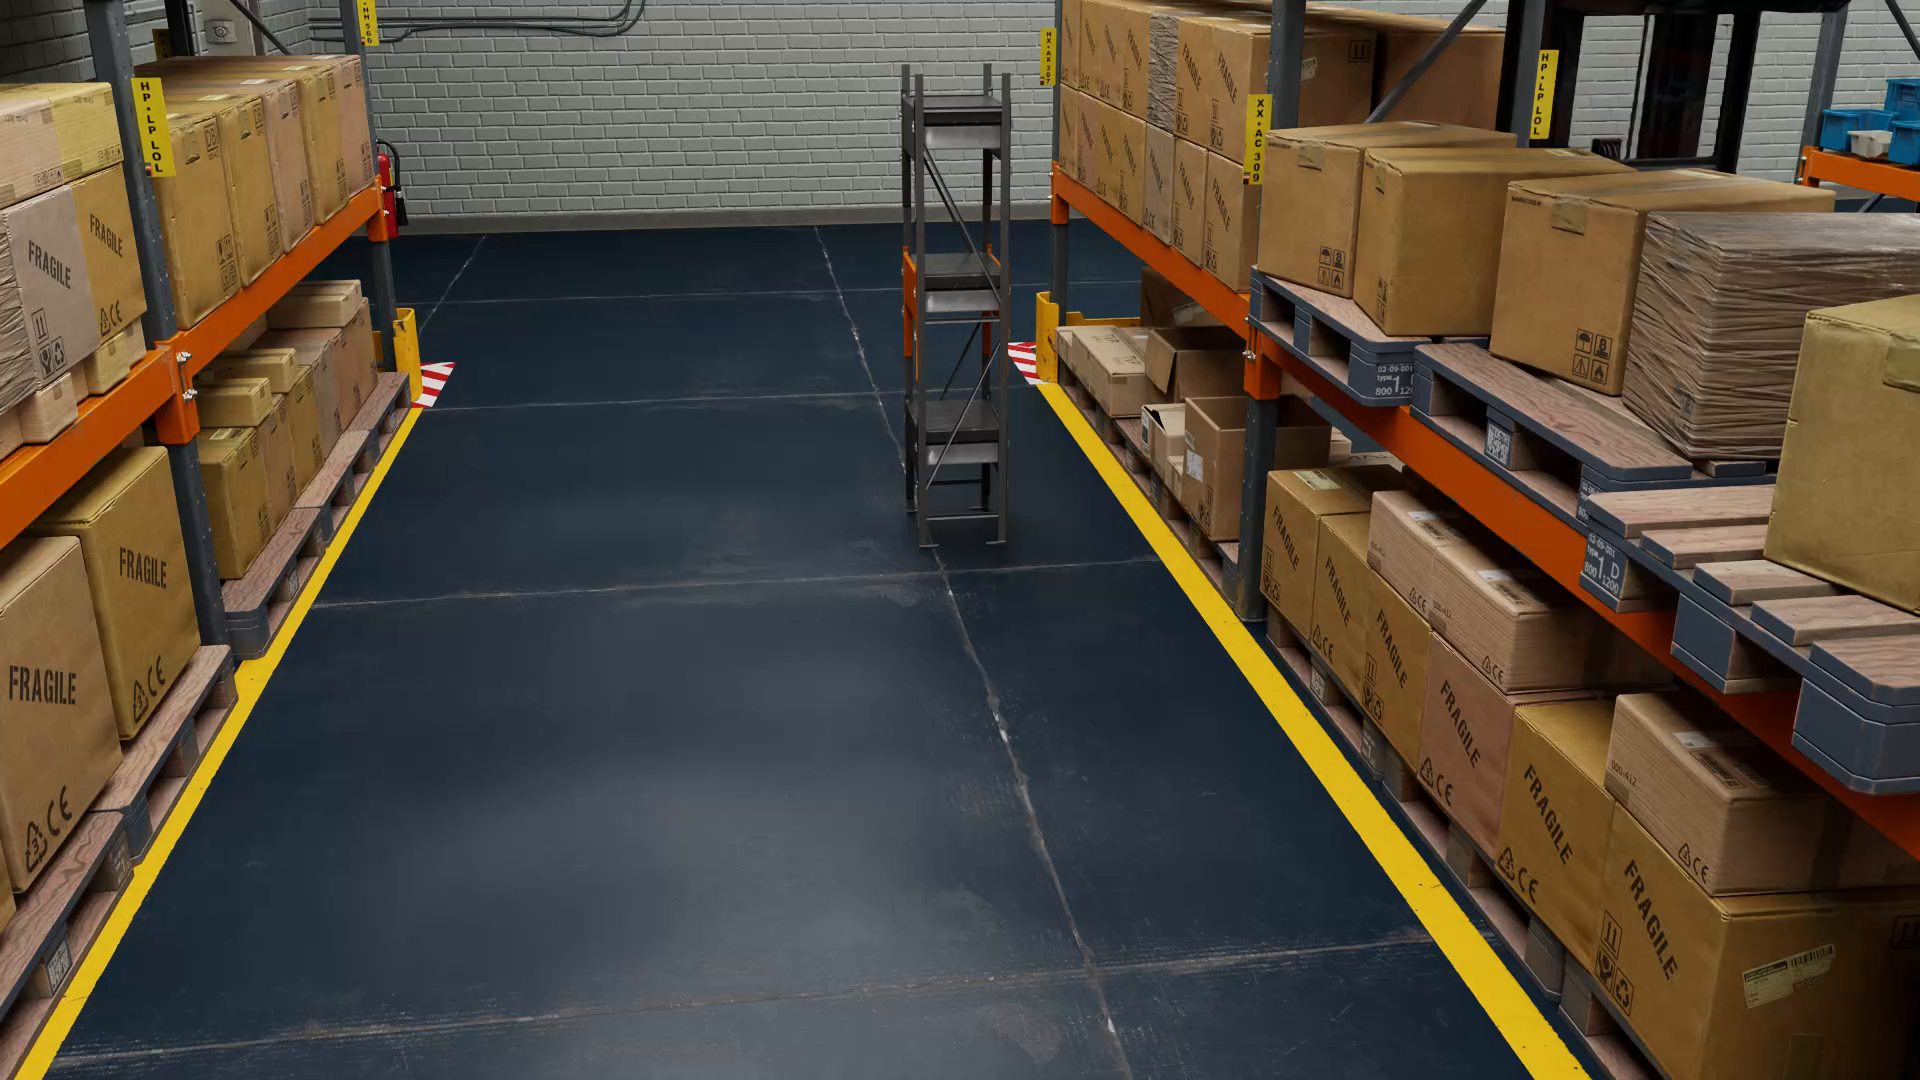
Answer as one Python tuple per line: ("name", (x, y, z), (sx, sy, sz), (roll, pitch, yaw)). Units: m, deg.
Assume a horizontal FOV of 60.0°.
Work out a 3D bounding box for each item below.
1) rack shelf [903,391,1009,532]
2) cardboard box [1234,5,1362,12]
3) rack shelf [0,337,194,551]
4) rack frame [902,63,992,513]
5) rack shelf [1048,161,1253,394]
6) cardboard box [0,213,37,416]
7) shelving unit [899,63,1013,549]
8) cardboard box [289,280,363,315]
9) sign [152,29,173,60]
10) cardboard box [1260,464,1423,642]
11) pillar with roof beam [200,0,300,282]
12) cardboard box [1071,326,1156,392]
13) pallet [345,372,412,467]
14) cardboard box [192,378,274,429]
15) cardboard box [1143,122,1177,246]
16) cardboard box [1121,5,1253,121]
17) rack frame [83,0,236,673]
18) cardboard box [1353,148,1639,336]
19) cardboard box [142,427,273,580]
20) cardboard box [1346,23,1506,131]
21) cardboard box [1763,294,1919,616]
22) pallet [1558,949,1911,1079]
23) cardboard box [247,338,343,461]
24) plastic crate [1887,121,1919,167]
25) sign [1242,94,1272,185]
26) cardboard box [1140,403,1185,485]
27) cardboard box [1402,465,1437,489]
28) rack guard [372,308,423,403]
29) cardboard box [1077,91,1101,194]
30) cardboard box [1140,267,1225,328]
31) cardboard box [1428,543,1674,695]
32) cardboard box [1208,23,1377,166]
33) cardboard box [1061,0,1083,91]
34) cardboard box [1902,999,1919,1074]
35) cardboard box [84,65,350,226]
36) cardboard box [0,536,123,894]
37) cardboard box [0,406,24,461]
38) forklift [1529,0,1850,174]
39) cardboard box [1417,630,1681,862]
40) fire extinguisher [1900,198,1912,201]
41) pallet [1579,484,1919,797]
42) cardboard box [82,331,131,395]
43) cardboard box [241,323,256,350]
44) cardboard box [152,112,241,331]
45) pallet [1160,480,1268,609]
("rack shelf", (-0.024, -0.372, 7.752), (0.431, 0.518, 0.480), (-3, 21, -8))
("cardboard box", (1.627, -2.334, 8.107), (0.500, 0.500, 0.500), (-2, 21, -6))
("rack shelf", (-2.972, 0.174, 3.991), (1.077, 0.370, 4.000), (-3, 21, -8))
("rack frame", (-0.059, -1.125, 7.728), (0.400, 2.100, 0.015), (-3, 21, -8))
("rack shelf", (1.352, -1.462, 8.371), (1.077, 0.370, 4.000), (-3, 21, -8))
("cardboard box", (-2.797, -0.553, 4.314), (0.500, 0.500, 0.500), (-3, 21, -8))
("shelving unit", (-0.024, -1.041, 7.502), (0.431, 2.100, 0.503), (-3, 21, -8))
("cardboard box", (-3.439, -1.297, 8.948), (0.380, 0.149, 0.250), (-3, 21, -8))
("sign", (-4.387, -2.657, 9.192), (0.100, 0.325, 0.005), (-3, 21, -8))
("cardboard box", (1.469, 0.038, 6.271), (0.500, 0.500, 0.500), (-4, 21, -10))
("pillar with roof beam", (-0.822, -6.159, 11.345), (9.100, 9.000, 0.400), (-3, 21, -8))
("cardboard box", (0.934, -1.034, 9.498), (0.500, 0.250, 0.500), (-3, 21, -8))
("pallet", (-3.645, -0.661, 9.184), (1.003, 0.211, 1.213), (-3, 21, -8))
("cardboard box", (-3.136, -0.577, 7.019), (0.380, 0.149, 0.250), (-2, 21, -6))
("cardboard box", (1.163, -1.670, 7.756), (0.500, 0.500, 0.500), (-2, 21, -7))
("cardboard box", (1.091, -2.310, 8.041), (0.500, 0.500, 0.500), (-3, 21, -8))
("rack frame", (-3.261, -0.855, 5.719), (1.000, 3.000, 0.127), (-3, 21, -8))
("cardboard box", (1.649, -0.940, 5.202), (0.700, 0.500, 0.500), (0, 20, 1))
("cardboard box", (-3.267, -0.145, 6.790), (0.700, 0.500, 0.500), (-3, 21, -7))
("cardboard box", (1.851, -1.799, 6.674), (0.500, 0.500, 0.500), (-2, 21, -6))
("cardboard box", (2.015, -0.177, 3.161), (0.700, 0.500, 0.500), (-10, 23, -26))
("pallet", (2.147, 1.324, 3.869), (1.003, 0.211, 1.213), (-3, 21, -8))
("cardboard box", (-3.492, -0.681, 8.226), (0.700, 0.500, 0.500), (-4, 21, -10))
("plastic crate", (5.771, -2.360, 9.900), (0.416, 0.233, 0.300), (-3, 21, -8))
("sign", (1.105, -1.482, 6.160), (0.100, 0.325, 0.005), (-3, 21, -8))
("cardboard box", (1.170, -0.496, 7.970), (0.500, 0.311, 0.500), (-3, 21, -8))
("cardboard box", (1.995, 0.015, 6.333), (0.500, 0.500, 0.500), (-3, 21, -8))
("rack guard", (-3.841, -1.078, 9.887), (1.175, 0.500, 0.348), (-3, 21, -8))
("cardboard box", (0.947, -2.193, 9.158), (0.500, 0.500, 0.500), (-3, 21, -8))
("cardboard box", (1.386, -1.351, 9.989), (0.500, 0.500, 0.500), (-3, 21, -8))
("cardboard box", (1.686, 0.207, 4.747), (0.500, 0.250, 0.500), (-3, 21, -9))
("cardboard box", (1.312, -1.784, 6.633), (0.500, 0.500, 0.500), (-3, 21, -7))
("cardboard box", (0.867, -2.840, 9.460), (0.500, 0.500, 0.500), (-2, 21, -6))
("cardboard box", (2.353, 0.890, 3.989), (0.500, 0.500, 0.500), (-4, 21, -10))
("cardboard box", (-3.638, -1.953, 8.230), (0.980, 0.700, 0.700), (-3, 21, -8))
("cardboard box", (-2.907, 0.481, 4.613), (0.750, 0.750, 0.750), (-2, 21, -6))
("cardboard box", (-2.814, -0.290, 4.535), (0.380, 0.149, 0.250), (-3, 21, -8))
("forklift", (3.252, -1.577, 7.749), (1.130, 2.935, 3.031), (-4, 21, -11))
("cardboard box", (1.694, 0.571, 4.845), (0.500, 0.500, 0.500), (-4, 21, -10))
("fire extinguisher", (6.394, -2.604, 11.045), (0.296, 0.674, 0.183), (-3, 21, -8))
("pallet", (2.050, 0.137, 3.336), (1.213, 0.211, 1.003), (-3, 21, -8))
("cardboard box", (-2.872, -0.558, 5.254), (0.380, 0.149, 0.250), (-3, 21, -7))
("cardboard box", (-3.707, -1.016, 8.194), (0.380, 0.149, 0.250), (-3, 21, -7))
("cardboard box", (-3.323, -1.184, 6.172), (0.980, 0.700, 0.700), (-3, 21, -7))
("pallet", (1.543, -0.038, 7.516), (1.003, 0.211, 1.213), (-3, 21, -8))
